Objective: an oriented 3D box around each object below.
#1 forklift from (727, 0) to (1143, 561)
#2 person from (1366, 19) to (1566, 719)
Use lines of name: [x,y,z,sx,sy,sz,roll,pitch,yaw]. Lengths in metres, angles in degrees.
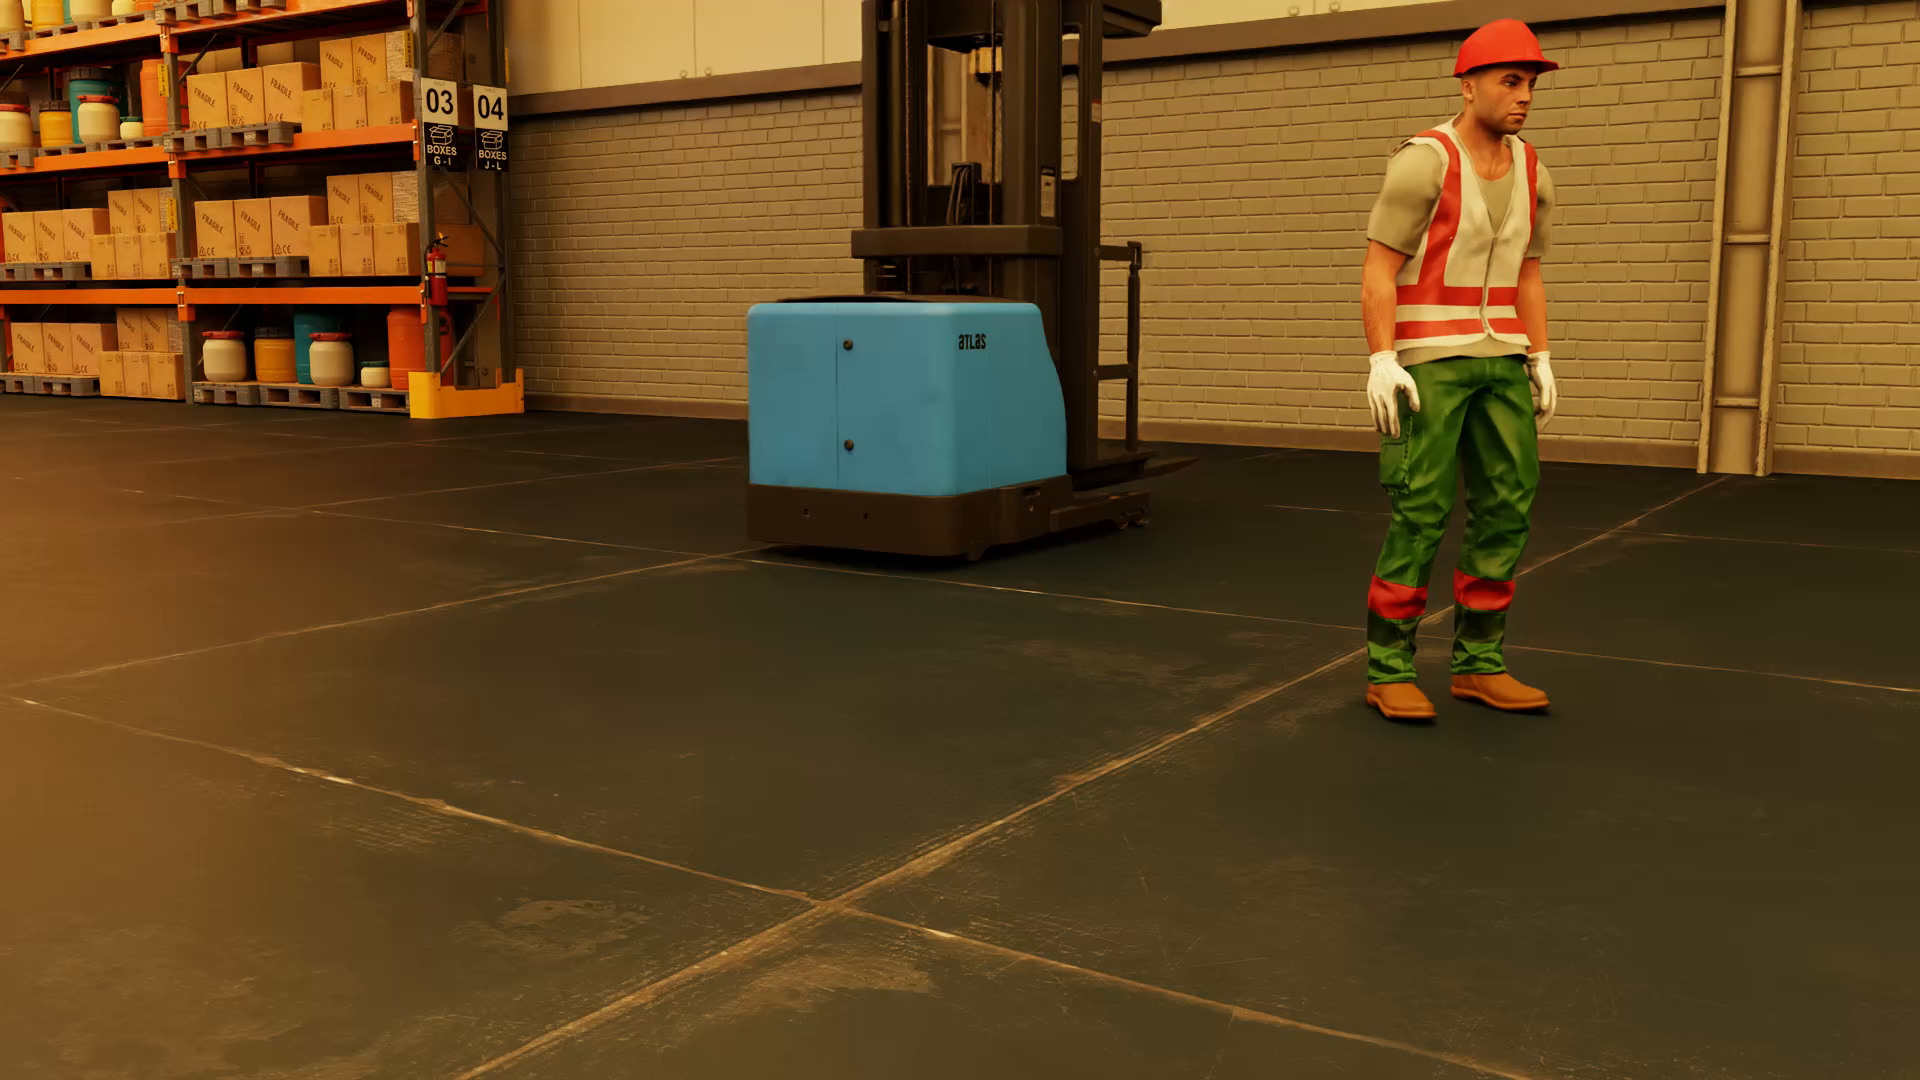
forklift: [-0.333,-1.532,7.967,1.130,2.935,3.031,-4,9,-26]
person: [1.328,-0.433,4.349,0.609,1.777,0.453,-4,9,-24]
